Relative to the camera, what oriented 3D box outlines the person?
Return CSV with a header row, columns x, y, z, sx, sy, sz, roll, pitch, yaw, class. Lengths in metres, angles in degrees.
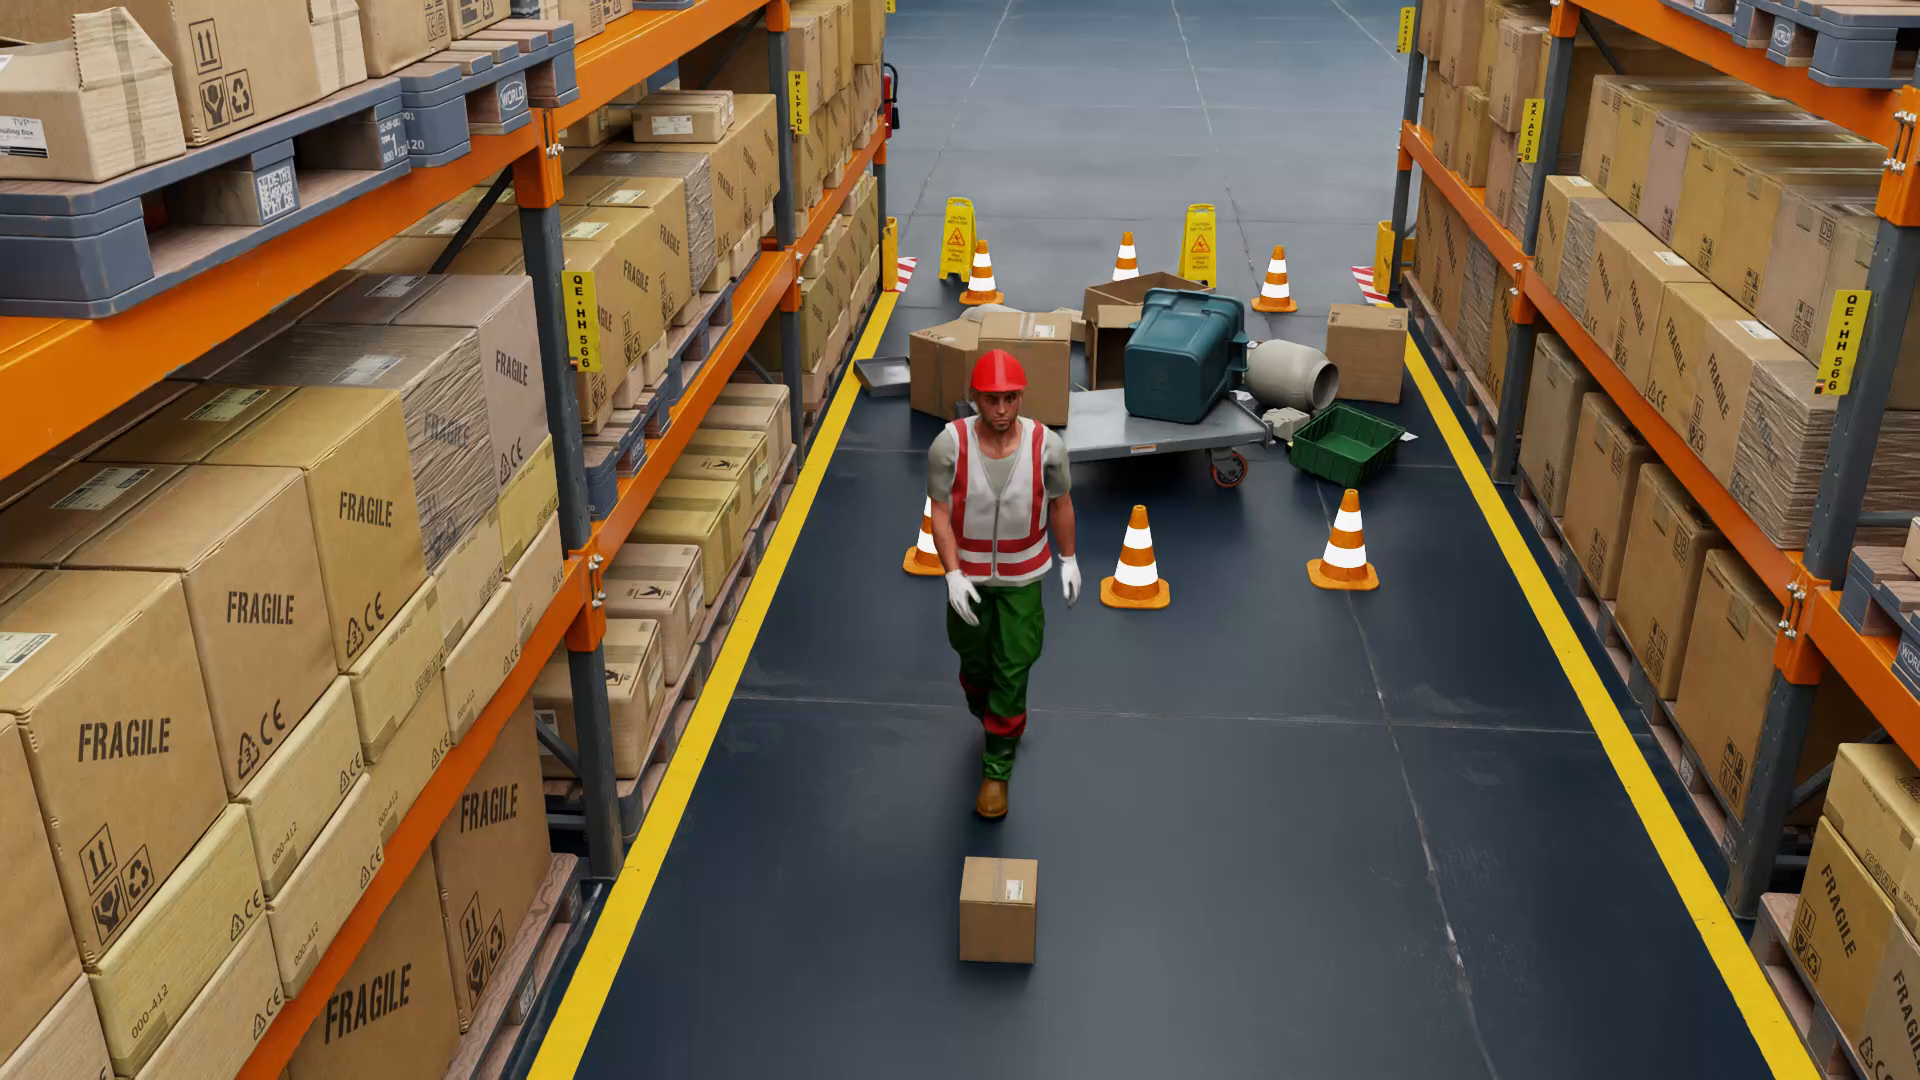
x,y,z,sx,sy,sz,roll,pitch,yaw,class
0.171,0.119,6.310,0.580,1.784,0.760,1,24,3,person
